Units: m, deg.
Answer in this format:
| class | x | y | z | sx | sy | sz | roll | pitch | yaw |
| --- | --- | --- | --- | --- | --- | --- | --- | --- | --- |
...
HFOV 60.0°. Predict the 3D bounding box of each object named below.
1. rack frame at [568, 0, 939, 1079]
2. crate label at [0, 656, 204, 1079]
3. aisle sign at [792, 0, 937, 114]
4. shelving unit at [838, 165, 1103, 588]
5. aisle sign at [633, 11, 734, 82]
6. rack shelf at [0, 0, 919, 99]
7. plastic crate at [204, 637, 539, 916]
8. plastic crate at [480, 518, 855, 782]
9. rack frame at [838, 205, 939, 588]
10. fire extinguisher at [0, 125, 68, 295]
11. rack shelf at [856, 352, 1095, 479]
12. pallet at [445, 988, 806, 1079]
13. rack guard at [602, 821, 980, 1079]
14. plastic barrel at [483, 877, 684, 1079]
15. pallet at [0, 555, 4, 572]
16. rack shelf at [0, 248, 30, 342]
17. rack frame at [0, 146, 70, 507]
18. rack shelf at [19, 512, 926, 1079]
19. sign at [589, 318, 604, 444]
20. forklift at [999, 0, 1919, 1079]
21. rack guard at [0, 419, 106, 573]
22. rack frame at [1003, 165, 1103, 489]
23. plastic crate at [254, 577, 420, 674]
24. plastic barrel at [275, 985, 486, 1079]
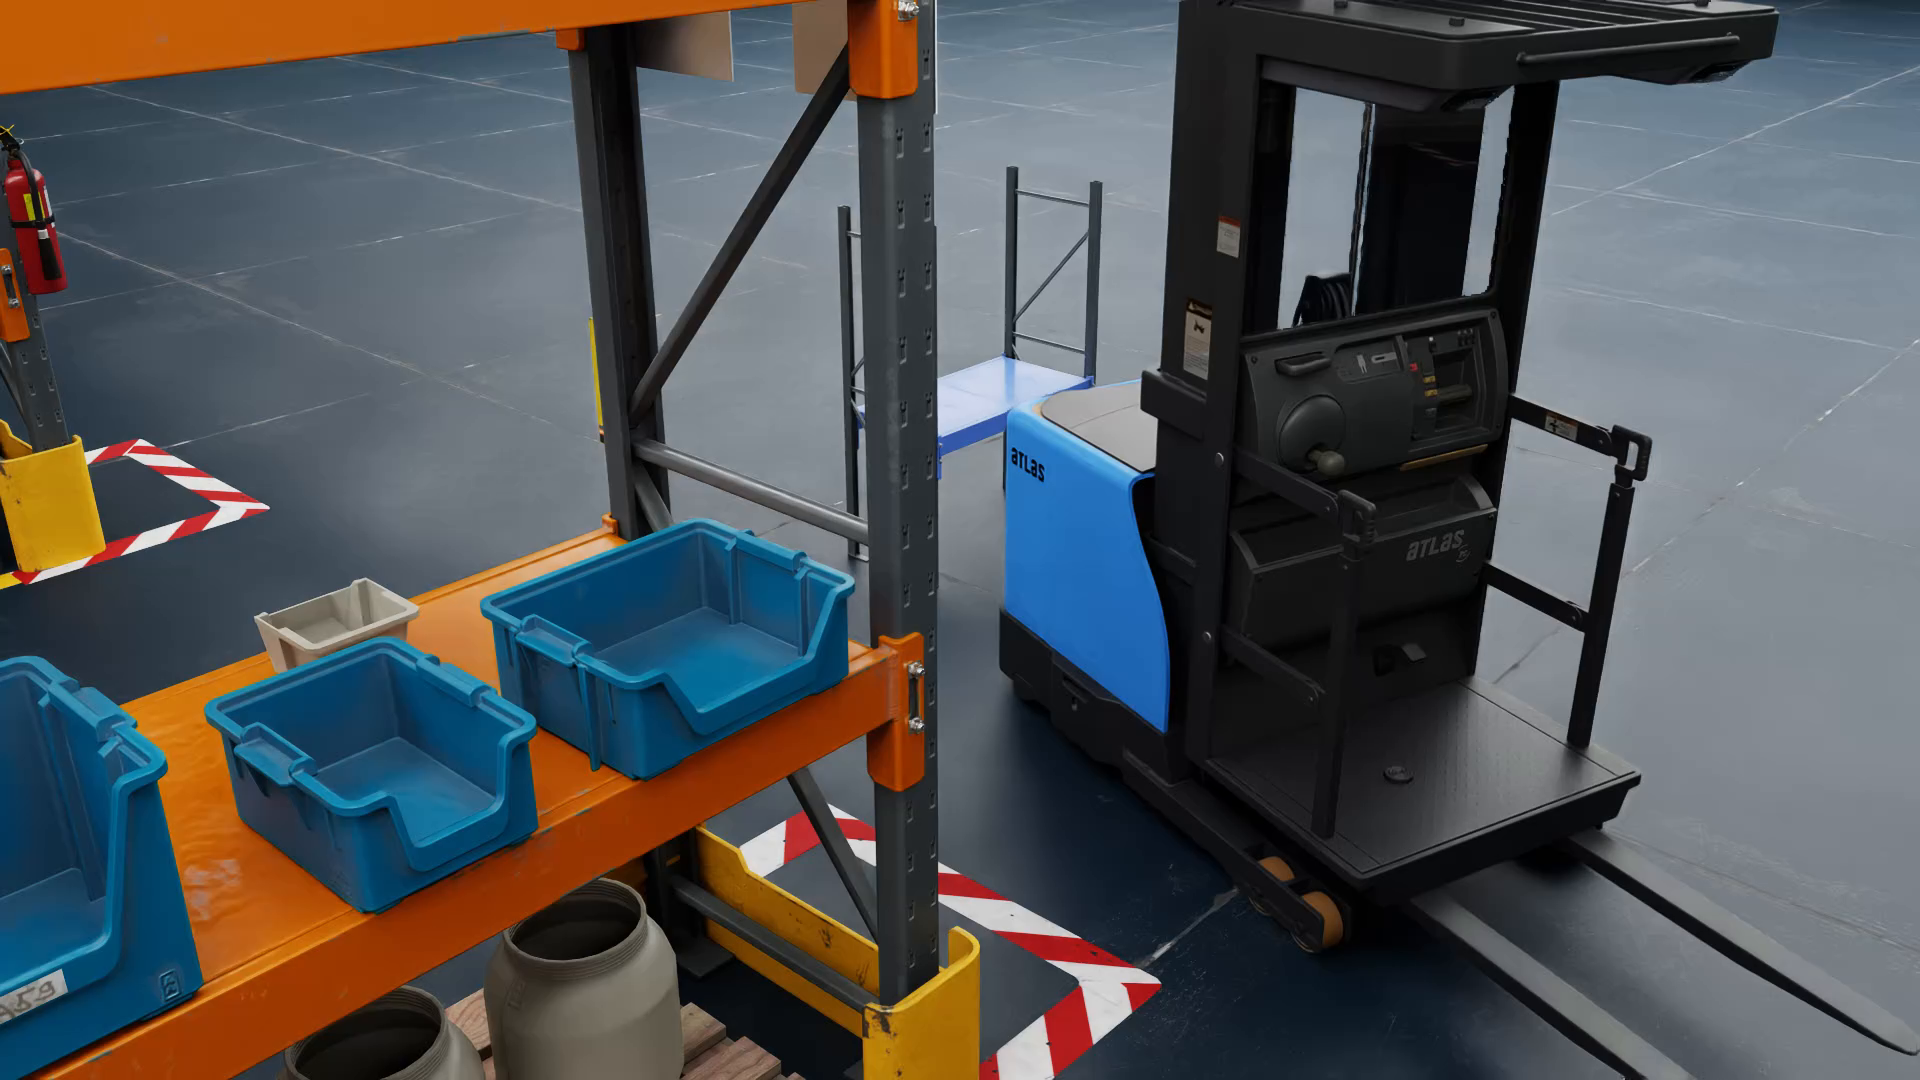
| class | x | y | z | sx | sy | sz | roll | pitch | yaw |
| --- | --- | --- | --- | --- | --- | --- | --- | --- | --- |
| rack frame | -0.461 | -0.103 | 3.814 | 1.000 | 3.000 | 0.127 | 20 | 31 | 38 |
| crate label | -1.488 | 0.515 | 2.391 | 0.502 | 0.435 | 0.616 | 20 | 31 | 38 |
| aisle sign | -0.192 | -1.230 | 3.150 | 0.394 | 0.787 | 0.004 | 20 | 31 | 38 |
| shelving unit | 0.057 | -0.710 | 7.001 | 0.538 | 1.500 | 1.048 | 20 | 31 | 38 |
| aisle sign | -0.631 | -1.391 | 3.509 | 0.394 | 0.787 | 0.004 | 20 | 31 | 38 |
| rack shelf | -1.796 | -0.534 | 1.988 | 1.077 | 0.370 | 4.000 | 20 | 31 | 38 |
| plastic crate | -1.010 | 0.395 | 2.884 | 0.499 | 0.251 | 0.408 | 20 | 31 | 38 |
| plastic crate | -0.572 | 0.199 | 3.322 | 0.499 | 0.251 | 0.616 | 20 | 31 | 38 |
| rack frame | -0.282 | -0.555 | 6.656 | 0.500 | 1.500 | 0.032 | 20 | 31 | 38 |
| fire extinguisher | -3.730 | -1.329 | 6.643 | 0.296 | 0.674 | 0.183 | 20 | 31 | 38 |
| rack shelf | 0.057 | -0.546 | 7.075 | 0.538 | 0.185 | 1.000 | 20 | 31 | 38 |
| pallet | -1.023 | 1.451 | 3.755 | 1.003 | 0.211 | 1.213 | 20 | 31 | 38 |
| rack guard | -0.476 | 1.073 | 4.245 | 1.175 | 0.500 | 0.348 | 20 | 31 | 38 |
| plastic barrel | -0.843 | 1.062 | 3.743 | 0.421 | 0.512 | 0.421 | 0 | 24 | 0 |
| pallet | -4.768 | 0.078 | 6.818 | 1.003 | 0.211 | 1.213 | 20 | 31 | 38 |
| rack shelf | -5.484 | -0.518 | 5.618 | 1.077 | 0.370 | 4.000 | 20 | 31 | 38 |
| rack frame | -4.149 | -1.456 | 6.830 | 1.000 | 3.000 | 0.127 | 20 | 31 | 38 |
| rack shelf | -1.796 | 0.834 | 2.602 | 1.077 | 0.370 | 4.000 | 20 | 31 | 38 |
| sign | -0.868 | -0.381 | 4.095 | 0.100 | 0.325 | 0.005 | 20 | 31 | 38 |
| forklift | 1.297 | -0.393 | 4.545 | 1.130 | 2.935 | 3.031 | -13 | 27 | -26 |
| rack guard | -4.200 | -0.292 | 7.290 | 1.175 | 0.500 | 0.348 | 20 | 31 | 38 |
| rack frame | 0.396 | -0.865 | 7.347 | 0.500 | 1.500 | 0.032 | 20 | 31 | 38 |
| plastic crate | -1.298 | 0.202 | 3.456 | 0.298 | 0.136 | 0.250 | 20 | 31 | 38 |
| plastic barrel | -1.178 | 1.215 | 3.402 | 0.421 | 0.512 | 0.421 | 0 | 24 | 0 |
